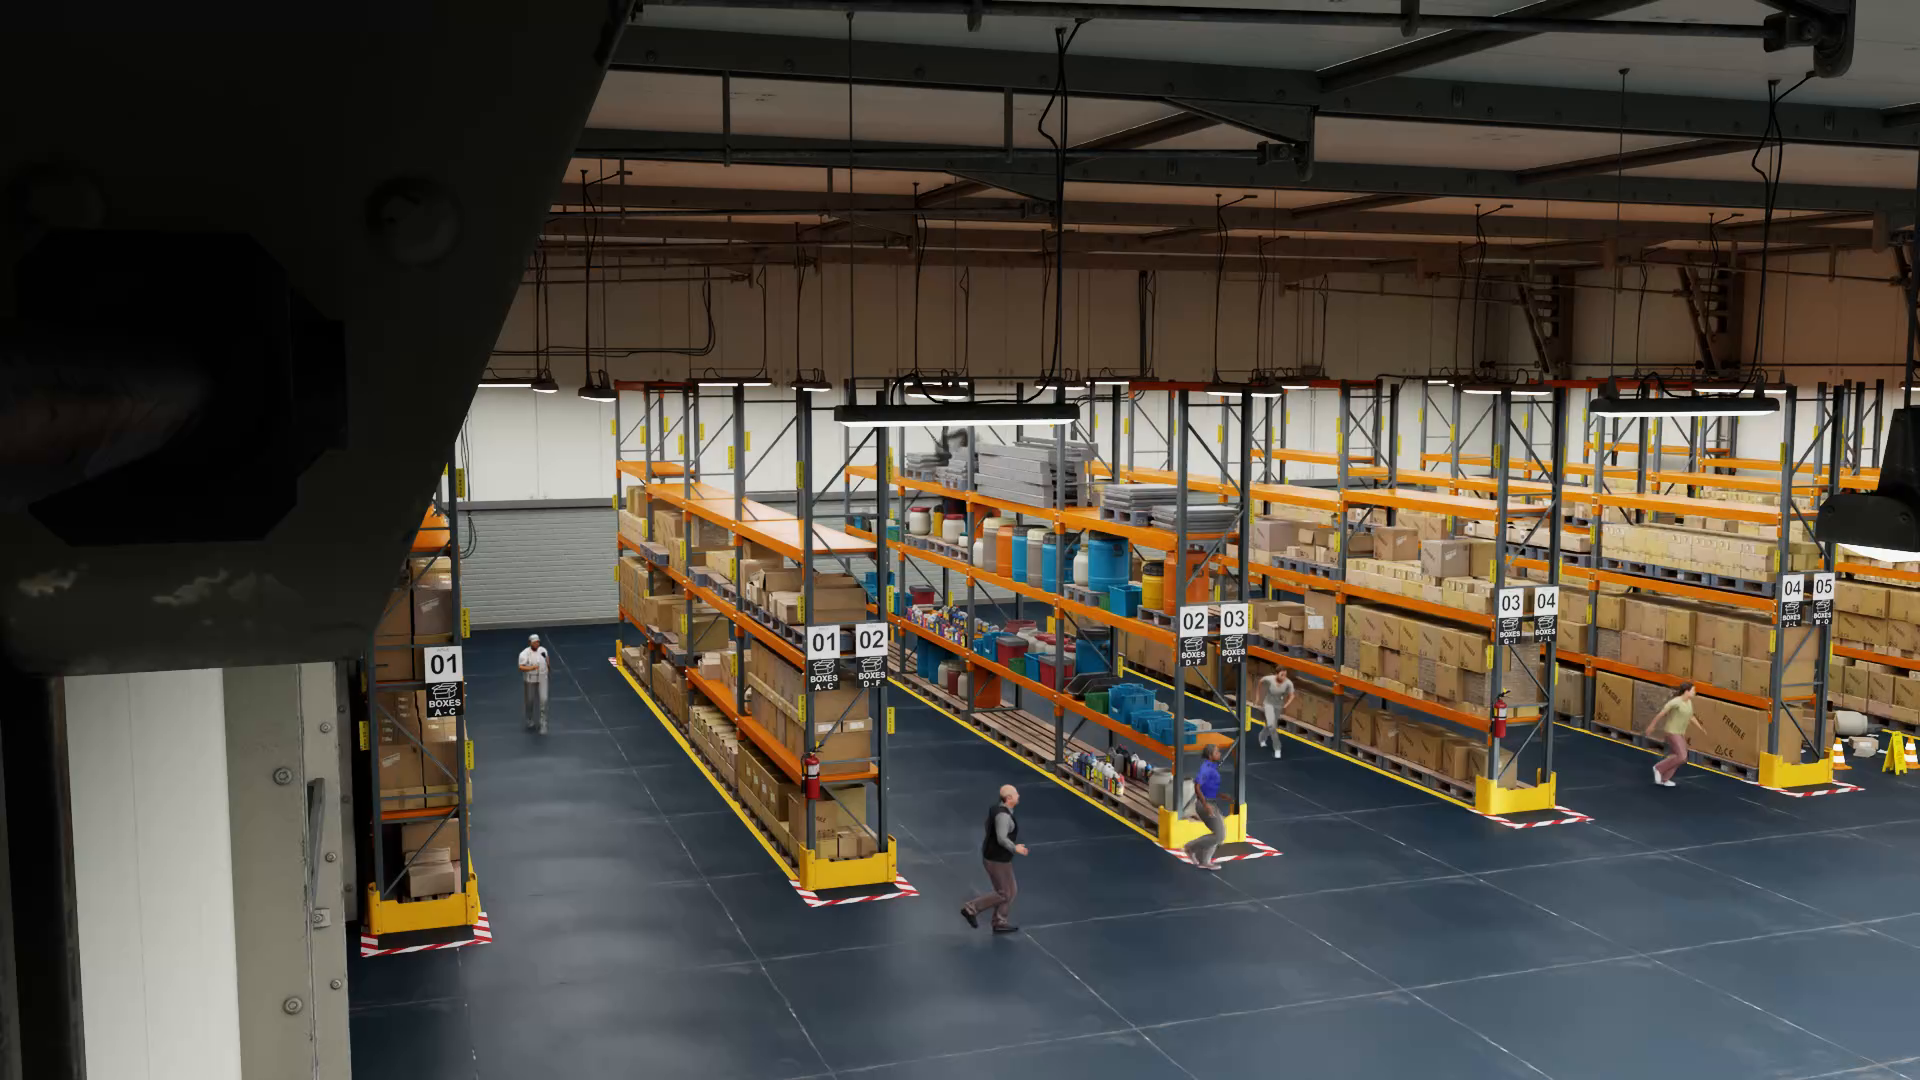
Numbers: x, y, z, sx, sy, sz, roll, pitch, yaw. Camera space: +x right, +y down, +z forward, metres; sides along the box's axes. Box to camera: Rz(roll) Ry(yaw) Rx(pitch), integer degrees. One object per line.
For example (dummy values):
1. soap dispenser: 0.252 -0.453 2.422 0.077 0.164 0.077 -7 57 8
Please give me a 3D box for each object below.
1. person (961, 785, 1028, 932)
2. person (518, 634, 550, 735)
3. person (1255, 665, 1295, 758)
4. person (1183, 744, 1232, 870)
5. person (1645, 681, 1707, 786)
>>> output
1. person: 0.381 3.556 18.531 0.757 1.675 0.654 0 6 -2
2. person: -7.348 2.463 28.717 0.556 1.712 0.854 -2 7 -22
3. person: 5.091 2.711 27.025 0.587 1.505 1.028 0 6 -3
4. person: 3.105 3.340 20.807 0.598 1.601 0.604 1 6 10
5. person: 10.728 2.894 24.856 0.589 1.606 0.723 -5 8 -40
